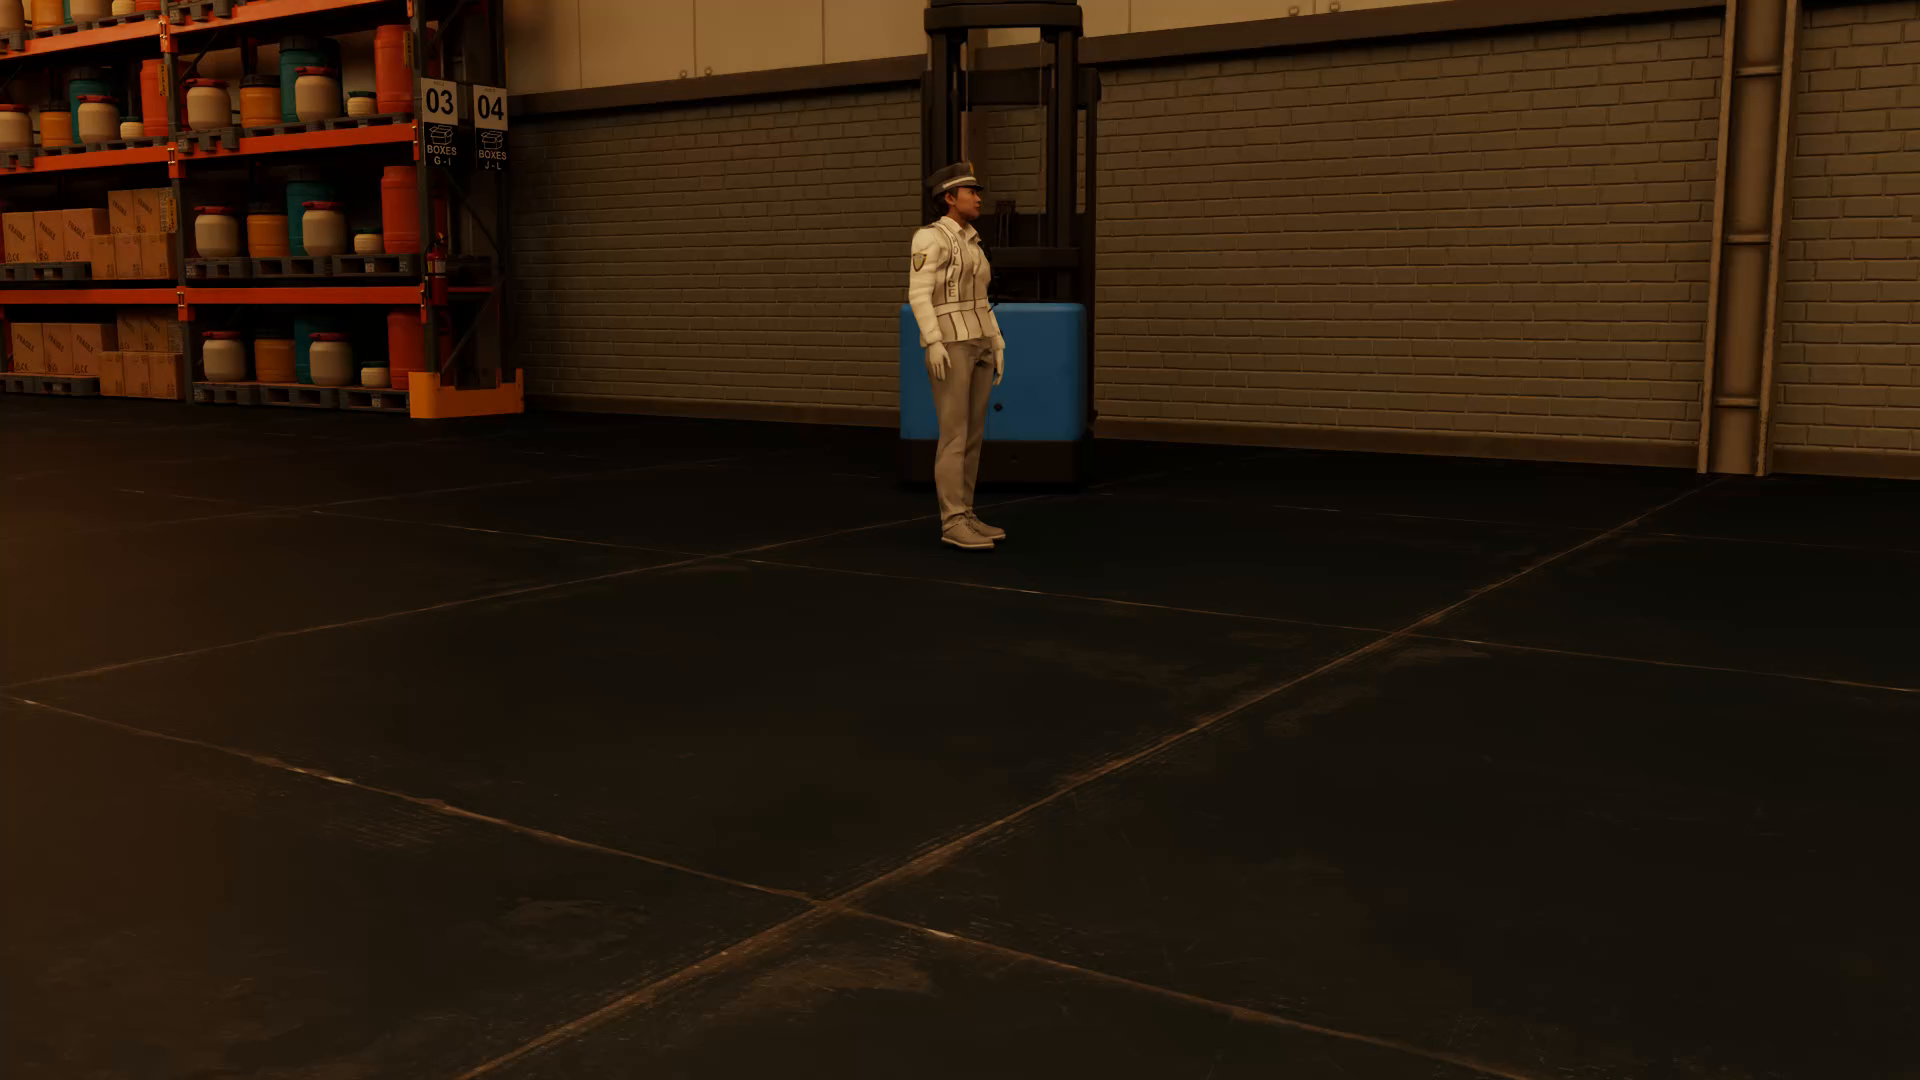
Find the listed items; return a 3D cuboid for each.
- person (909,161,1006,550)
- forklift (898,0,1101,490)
[{"bbox_3d":[0.054,-0.840,7.440,0.529,1.694,0.587,5,10,34],"label":"person"},{"bbox_3d":[0.332,-1.912,10.636,1.130,2.935,3.031,1,8,7],"label":"forklift"}]
